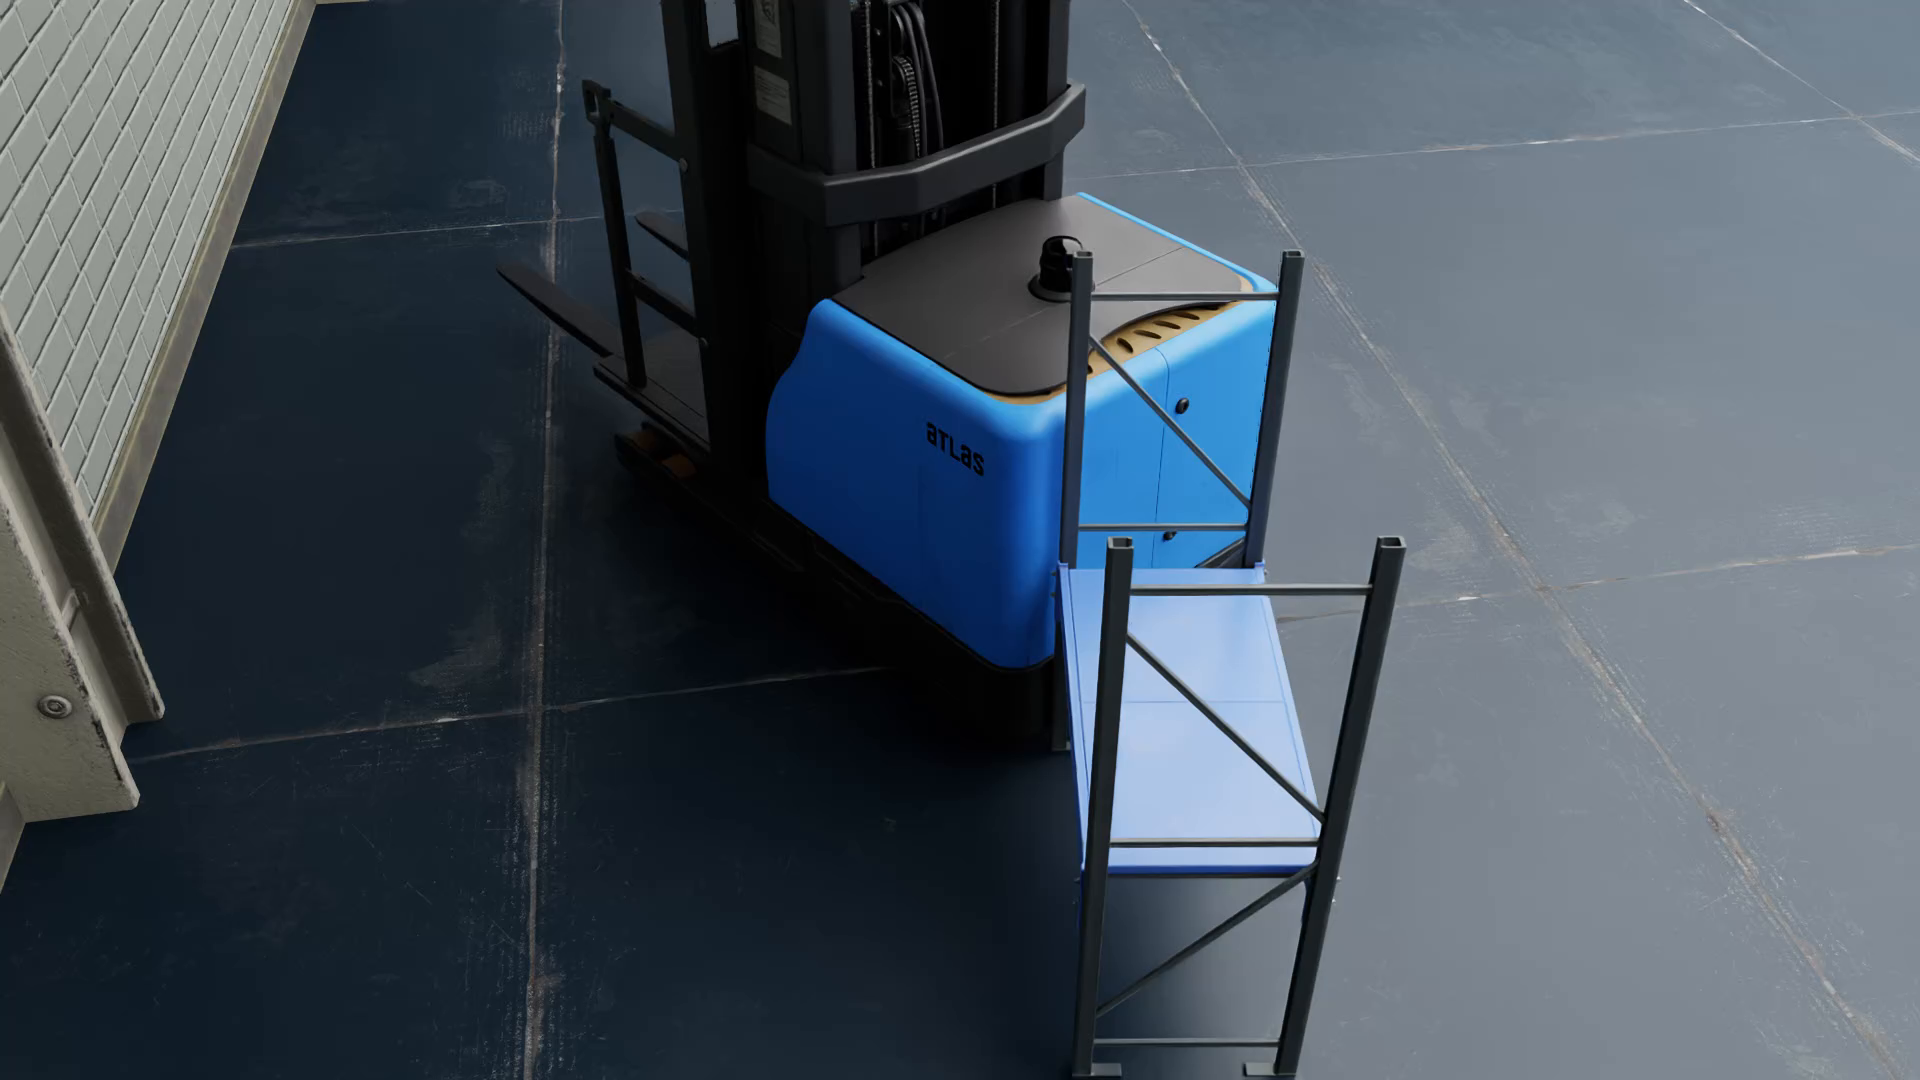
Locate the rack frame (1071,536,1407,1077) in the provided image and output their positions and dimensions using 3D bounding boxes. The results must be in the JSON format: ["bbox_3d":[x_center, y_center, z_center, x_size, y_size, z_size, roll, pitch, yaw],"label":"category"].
[{"bbox_3d":[0.499,0.596,3.261,0.500,1.500,0.032,0,38,0],"label":"rack frame"}]

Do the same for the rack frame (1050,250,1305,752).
[{"bbox_3d":[0.496,-0.028,4.063,0.500,1.500,0.032,0,38,0],"label":"rack frame"}]

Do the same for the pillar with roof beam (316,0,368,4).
[{"bbox_3d":[0.845,-7.042,6.979,9.100,9.000,0.400,-6,38,-8],"label":"pillar with roof beam"}]

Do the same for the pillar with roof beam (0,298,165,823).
[{"bbox_3d":[1.897,-3.418,2.314,9.100,9.000,0.400,-6,38,-8],"label":"pillar with roof beam"}]

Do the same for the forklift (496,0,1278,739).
[{"bbox_3d":[-0.481,-1.450,4.727,1.130,2.935,3.031,-29,46,-32],"label":"forklift"}]

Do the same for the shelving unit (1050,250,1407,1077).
[{"bbox_3d":[0.498,0.284,3.662,0.538,1.500,1.048,0,38,0],"label":"shelving unit"}]

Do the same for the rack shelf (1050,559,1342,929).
[{"bbox_3d":[0.498,0.426,3.772,0.538,0.185,1.000,0,38,0],"label":"rack shelf"}]
